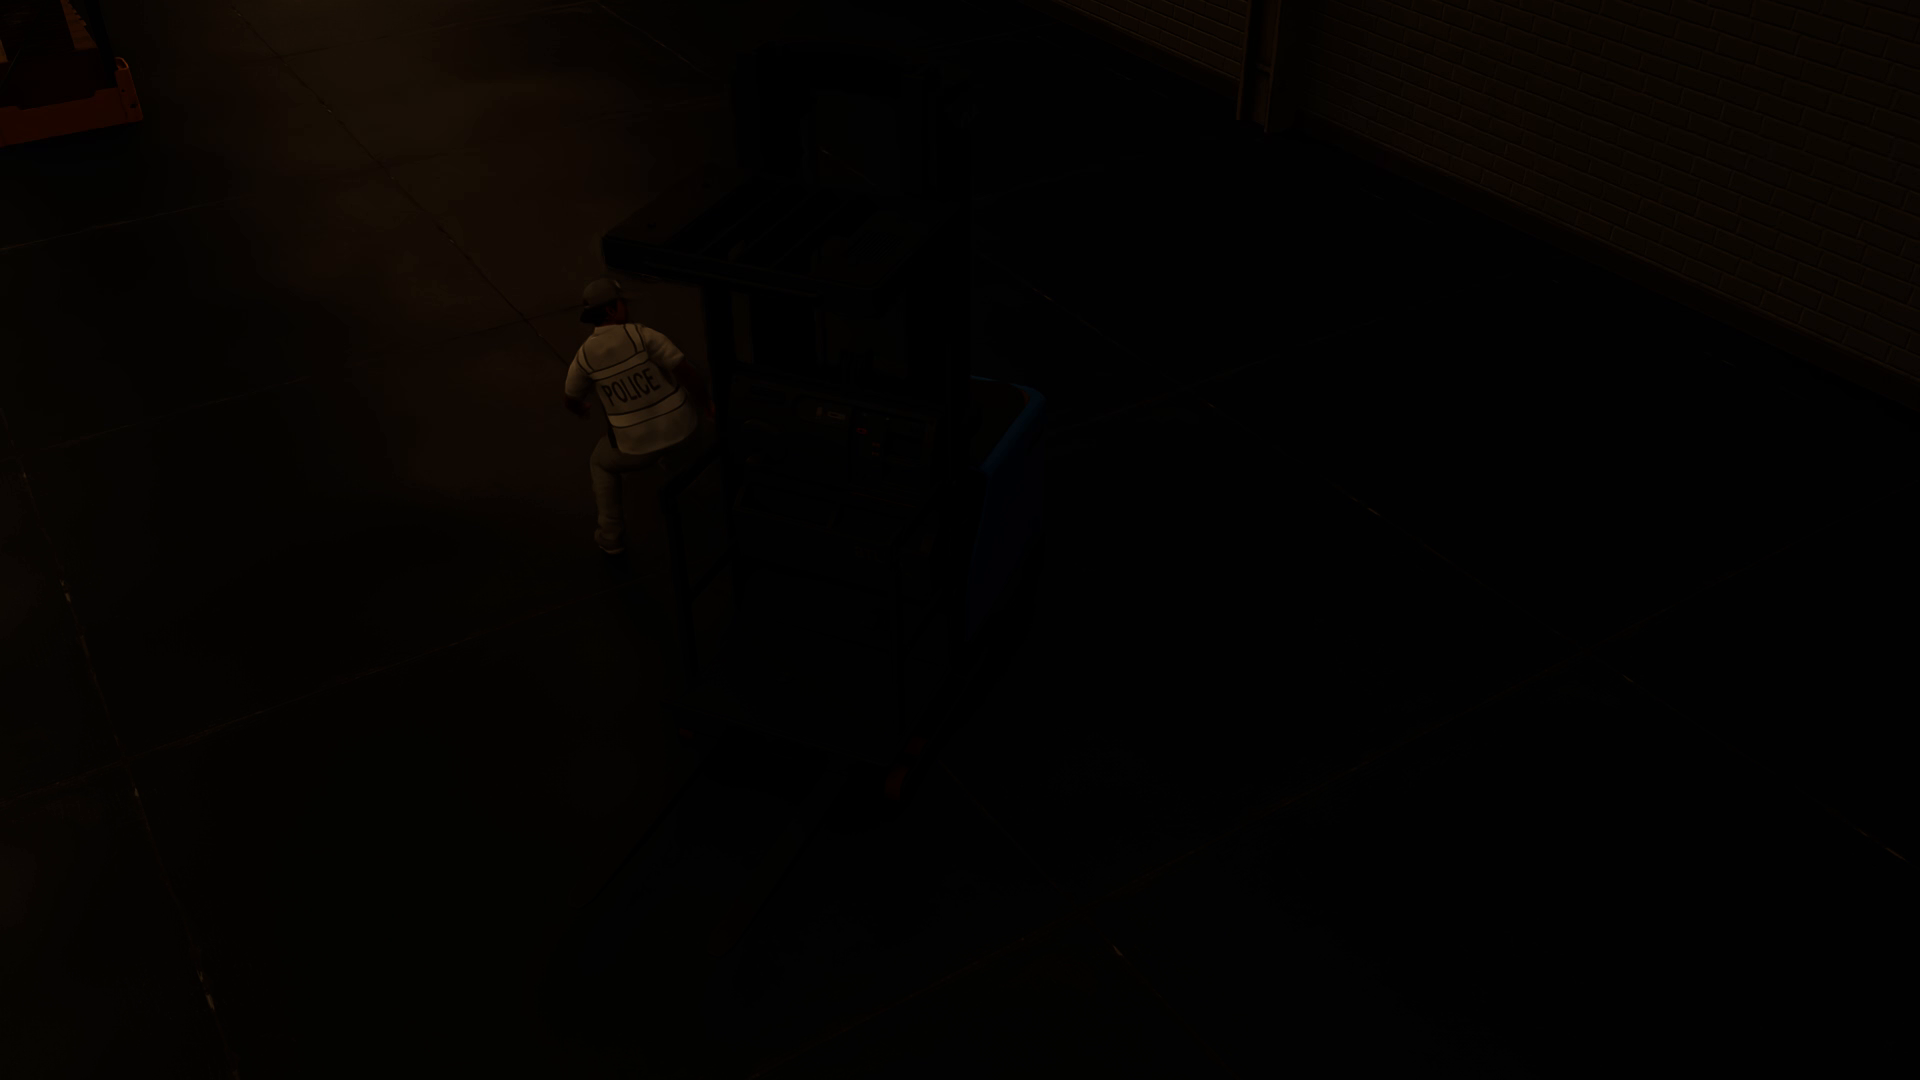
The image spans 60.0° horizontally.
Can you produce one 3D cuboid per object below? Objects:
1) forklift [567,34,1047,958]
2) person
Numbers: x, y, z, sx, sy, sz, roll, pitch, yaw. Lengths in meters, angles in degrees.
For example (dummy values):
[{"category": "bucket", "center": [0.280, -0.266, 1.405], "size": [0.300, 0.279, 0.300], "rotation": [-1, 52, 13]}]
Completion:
[{"category": "forklift", "center": [-0.610, -0.356, 6.655], "size": [1.130, 2.935, 3.031], "rotation": [13, 37, 18]}, {"category": "person", "center": [-1.612, -0.638, 8.418], "size": [0.727, 1.421, 0.683], "rotation": [-13, 37, -17]}]
